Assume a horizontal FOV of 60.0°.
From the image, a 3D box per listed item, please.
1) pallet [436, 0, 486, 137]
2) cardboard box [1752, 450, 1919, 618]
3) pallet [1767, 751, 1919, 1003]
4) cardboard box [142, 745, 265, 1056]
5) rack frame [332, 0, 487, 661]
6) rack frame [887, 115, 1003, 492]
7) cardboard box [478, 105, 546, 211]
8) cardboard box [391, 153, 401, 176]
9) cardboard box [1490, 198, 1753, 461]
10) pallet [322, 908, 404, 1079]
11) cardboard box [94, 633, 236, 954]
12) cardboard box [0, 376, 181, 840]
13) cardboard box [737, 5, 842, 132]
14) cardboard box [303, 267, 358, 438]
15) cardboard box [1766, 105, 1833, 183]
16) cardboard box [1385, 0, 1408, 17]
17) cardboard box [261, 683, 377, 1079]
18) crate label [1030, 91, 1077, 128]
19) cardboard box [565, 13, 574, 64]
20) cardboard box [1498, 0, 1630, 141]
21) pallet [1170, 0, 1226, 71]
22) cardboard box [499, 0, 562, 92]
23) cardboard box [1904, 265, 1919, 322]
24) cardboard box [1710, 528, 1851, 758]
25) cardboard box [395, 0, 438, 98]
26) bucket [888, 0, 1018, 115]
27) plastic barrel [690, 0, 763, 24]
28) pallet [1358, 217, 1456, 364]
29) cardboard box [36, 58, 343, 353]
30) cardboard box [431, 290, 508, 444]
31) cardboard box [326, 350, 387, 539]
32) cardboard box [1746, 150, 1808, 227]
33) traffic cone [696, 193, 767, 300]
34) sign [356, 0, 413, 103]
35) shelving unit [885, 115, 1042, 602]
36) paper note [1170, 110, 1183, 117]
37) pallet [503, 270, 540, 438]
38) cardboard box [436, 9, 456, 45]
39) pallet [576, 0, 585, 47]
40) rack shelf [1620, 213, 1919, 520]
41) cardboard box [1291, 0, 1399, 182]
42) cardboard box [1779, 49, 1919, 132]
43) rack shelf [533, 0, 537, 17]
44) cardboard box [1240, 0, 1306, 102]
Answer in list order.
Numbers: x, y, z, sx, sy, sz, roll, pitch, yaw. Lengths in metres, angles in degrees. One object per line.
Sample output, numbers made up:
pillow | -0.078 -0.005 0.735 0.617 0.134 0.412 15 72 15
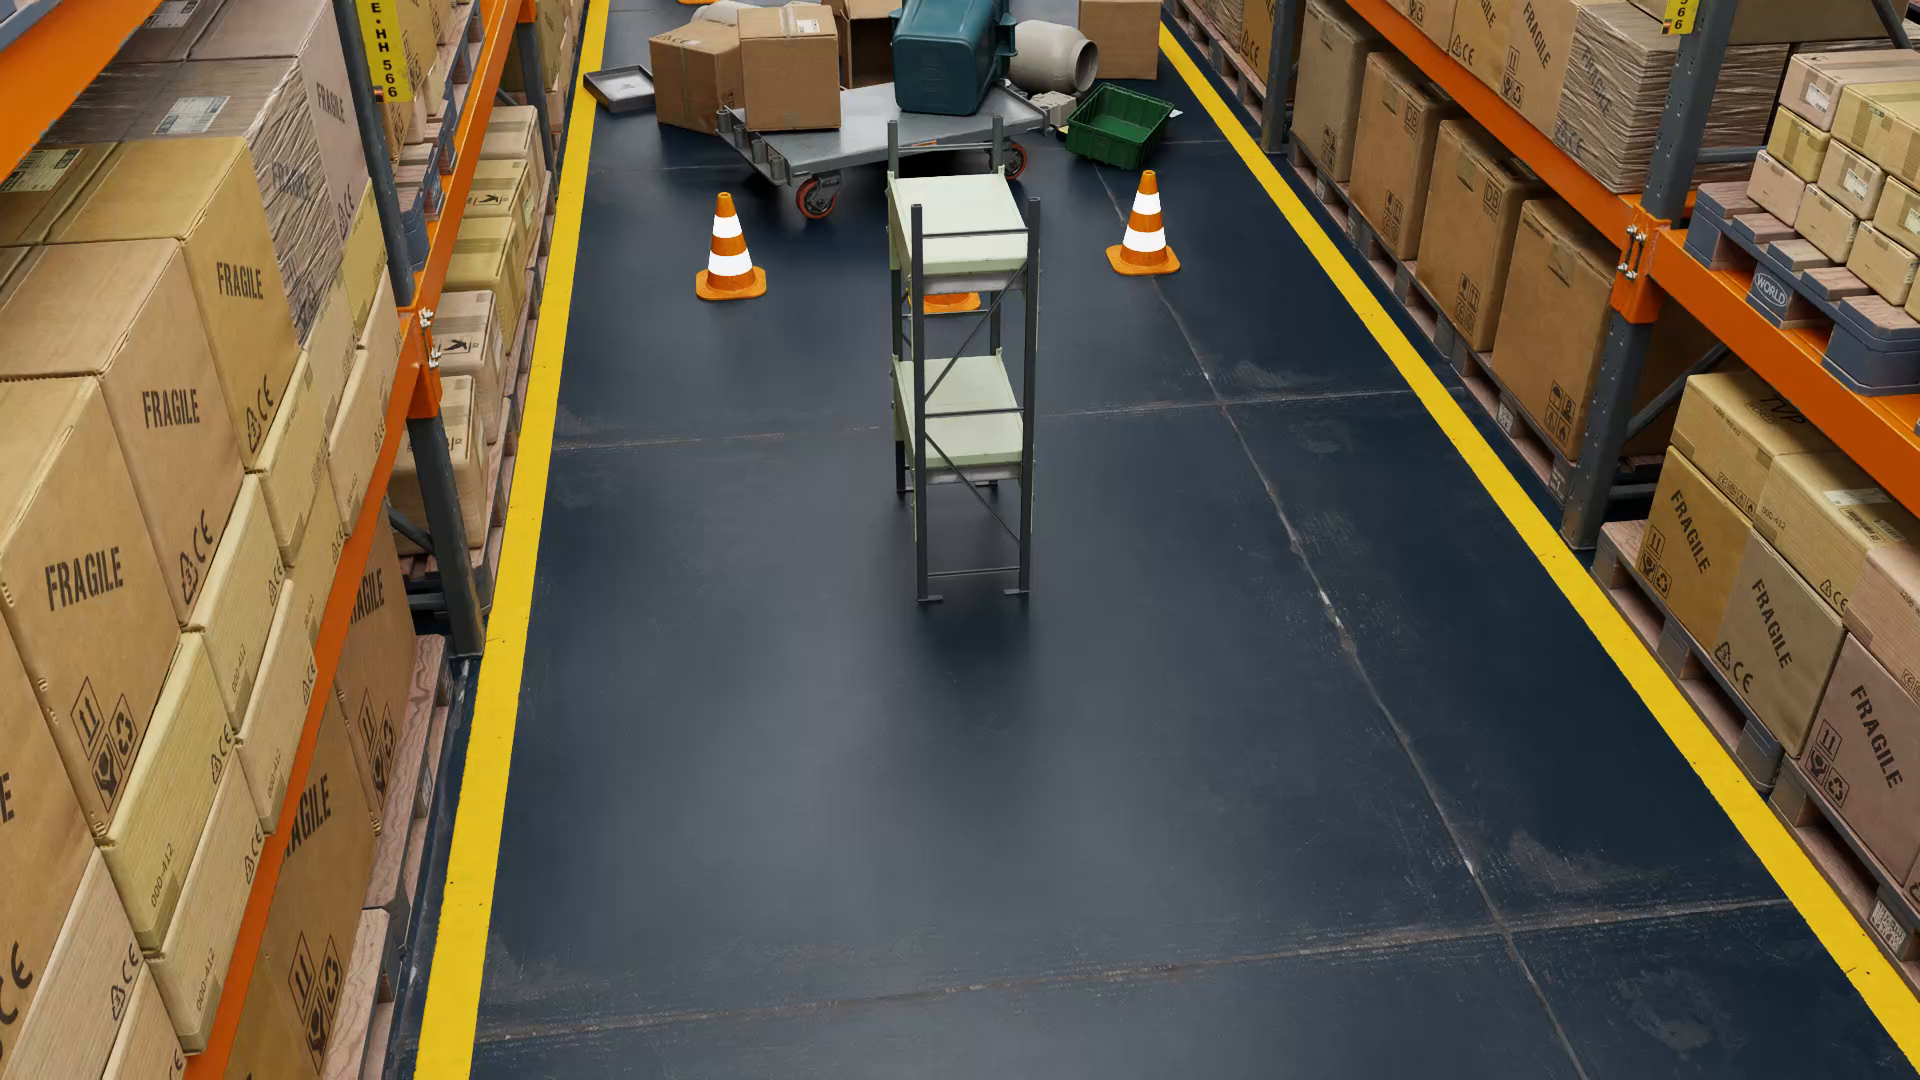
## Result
pallet | -2.433 -1.857 6.481 1.003 0.211 1.213 -4 35 -6
cardboard box | 2.686 -0.030 4.811 0.500 0.250 0.500 -5 35 -7
pallet | 3.029 1.002 4.592 1.003 0.211 1.213 -4 35 -6
cardboard box | -1.510 0.618 2.812 0.500 0.250 0.500 -5 35 -7
rack frame | -2.127 -0.834 4.811 1.000 3.000 0.127 -4 35 -6
rack frame | -0.050 -0.828 6.133 0.400 1.500 0.023 -4 35 -6
cardboard box | -2.592 -1.862 8.279 0.950 0.372 0.625 -4 34 -6
cardboard box | -1.991 -1.260 5.285 0.380 0.149 0.250 -6 35 -9
cardboard box | 2.772 -0.856 6.467 1.050 0.750 0.750 -5 35 -7
pallet | -1.934 1.443 3.945 1.003 0.211 1.213 -4 35 -6
cardboard box | -1.508 0.414 2.668 0.500 0.250 0.500 -4 34 -6
cardboard box | -1.524 0.114 2.442 0.500 0.500 0.500 -5 35 -8
cardboard box | -0.905 -2.498 8.799 0.500 0.500 0.500 -4 35 -6
cardboard box | -1.737 -0.442 3.924 0.500 0.250 0.500 -5 35 -8
cardboard box | 2.631 -1.173 4.894 0.380 0.149 0.250 -3 34 -4
cardboard box | 2.164 -2.664 7.407 0.500 0.500 0.500 -5 35 -7
cardboard box | -2.000 0.760 3.985 0.875 0.875 0.875 -4 34 -6
crate label | 0.549 -2.567 9.895 0.250 0.136 0.298 27 43 34
cardboard box | -2.633 -3.046 10.125 0.500 0.250 0.500 -5 35 -7
cardboard box | 2.372 -1.816 6.163 0.500 0.500 0.500 -4 35 -6
pallet | 2.035 -3.458 11.137 1.003 0.211 1.213 -4 35 -6
cardboard box | -2.476 -2.763 9.044 0.500 0.500 0.500 -3 34 -4
cardboard box | 2.736 -0.620 4.346 0.380 0.149 0.250 -3 34 -4
cardboard box | 2.678 0.288 5.010 0.500 0.500 0.500 -4 34 -6
cardboard box | -2.035 -1.731 5.401 0.500 0.500 0.500 -3 34 -4
bucket | -0.076 -2.674 9.068 0.726 0.611 0.620 7 45 10
plastic barrel | -1.425 -3.196 10.564 0.512 0.421 0.421 20 39 26
pallet | 2.573 -1.238 7.880 1.003 0.211 1.213 -4 35 -6
cardboard box | -1.721 -0.734 3.687 0.500 0.500 0.500 -4 34 -6
cardboard box | -2.300 -0.649 6.499 0.950 0.372 0.625 -5 35 -7
cardboard box | -1.717 -0.226 4.051 0.500 0.250 0.500 -4 34 -6
cardboard box | 2.625 -1.070 5.007 0.380 0.149 0.250 -5 35 -7
traffic cone | -1.111 -1.432 7.941 0.336 0.463 0.334 -4 35 -6
sign | -1.577 -1.357 4.549 0.100 0.325 0.005 -4 35 -6
shelving unit | -0.001 -0.623 5.833 0.431 1.500 0.755 -4 35 -6
paper note | 1.239 -2.578 10.005 0.142 0.020 0.147 27 43 34
pallet | -2.391 -0.797 7.233 1.003 0.211 1.213 -4 35 -6
cardboard box | -2.155 -2.005 6.379 0.380 0.149 0.250 -3 34 -5
pallet | -3.118 -3.648 11.415 1.003 0.211 1.213 -4 35 -6
rack shelf | 3.034 0.148 4.008 1.077 0.370 4.000 -4 35 -6
cardboard box | 2.400 -2.402 8.736 1.050 0.750 0.750 -5 35 -7
cardboard box | 2.636 -1.306 4.825 0.380 0.149 0.250 -4 35 -6
rack shelf | -2.934 -3.885 9.926 1.077 0.370 4.000 -4 35 -6
cardboard box | 2.212 -3.150 9.722 0.875 0.875 0.875 -4 34 -6
